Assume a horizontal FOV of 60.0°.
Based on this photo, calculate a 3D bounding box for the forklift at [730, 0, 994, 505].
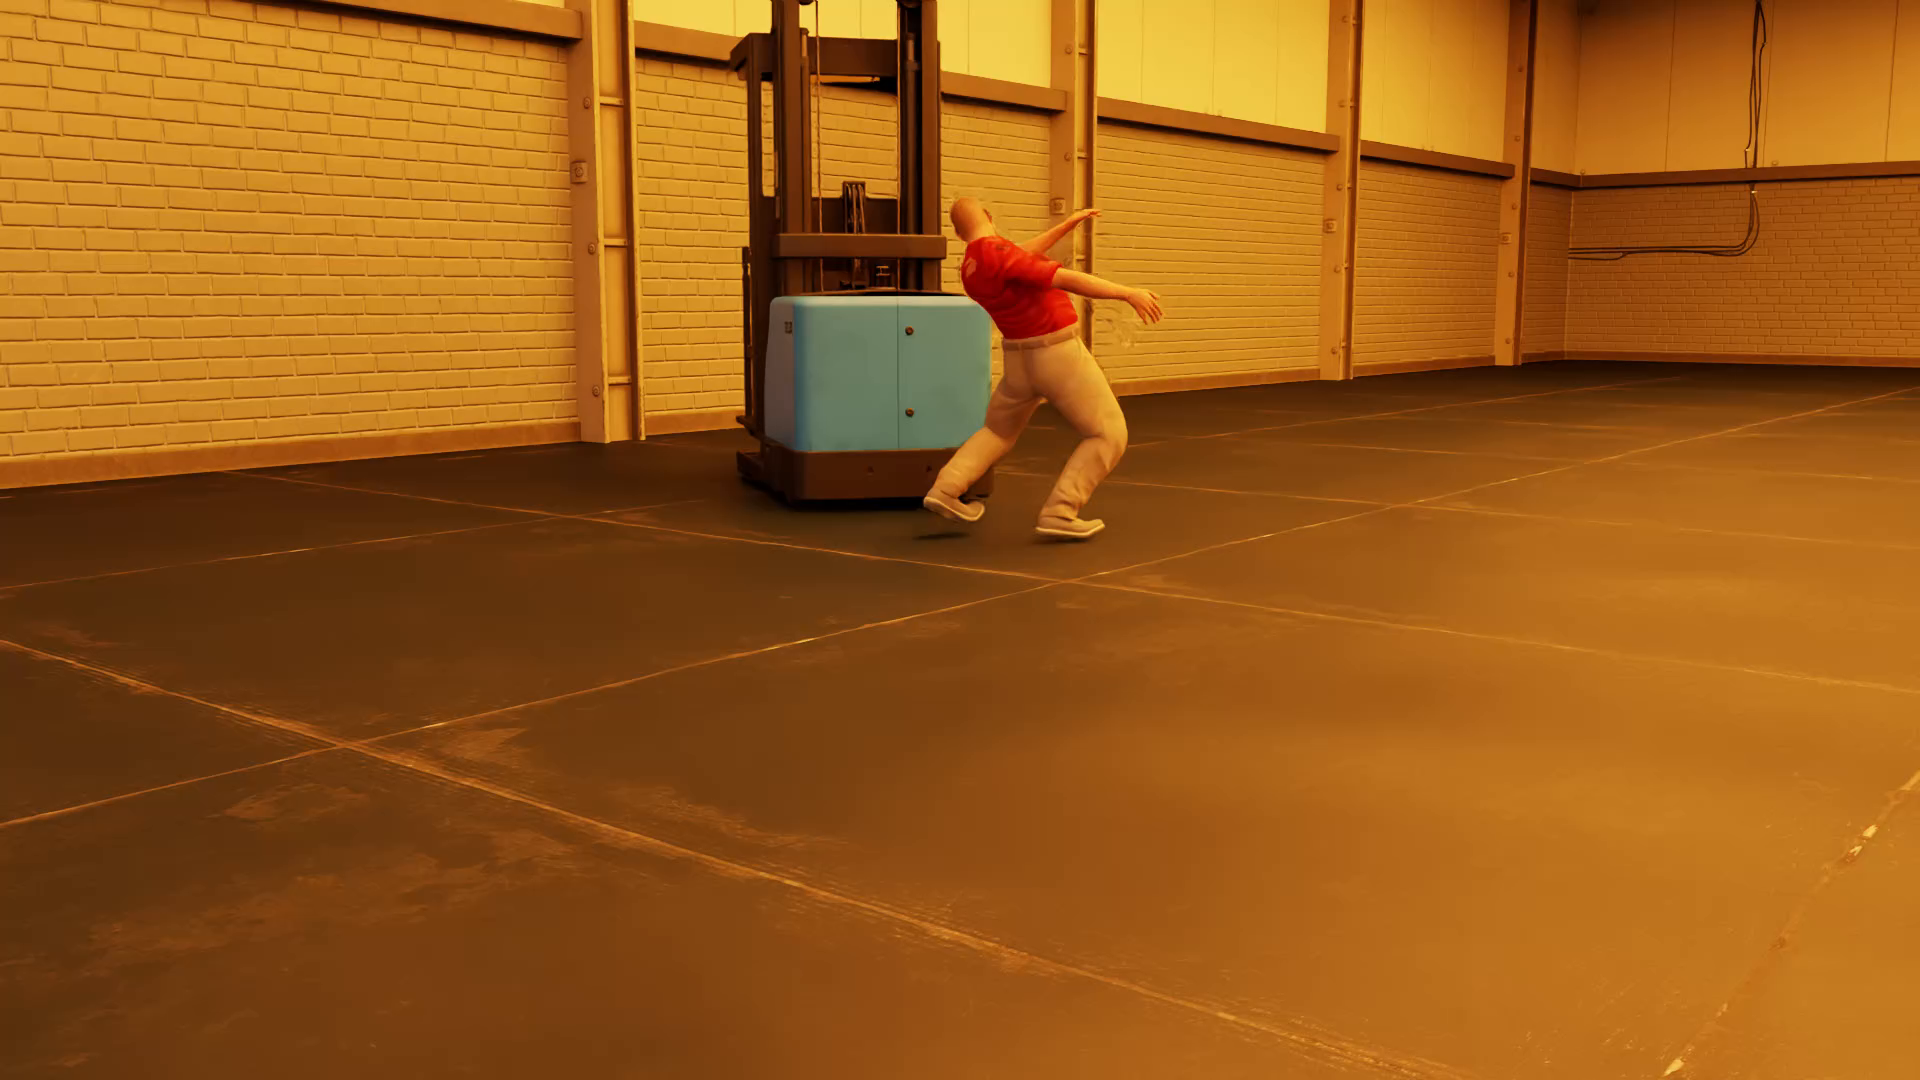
[{"bbox_3d":[-0.710,-1.805,9.616,1.130,2.935,3.031,-2,9,-15],"label":"forklift"}]

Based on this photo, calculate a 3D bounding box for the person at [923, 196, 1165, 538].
[{"bbox_3d":[0.443,-0.760,7.343,0.754,1.492,1.035,-8,12,-43],"label":"person"}]
